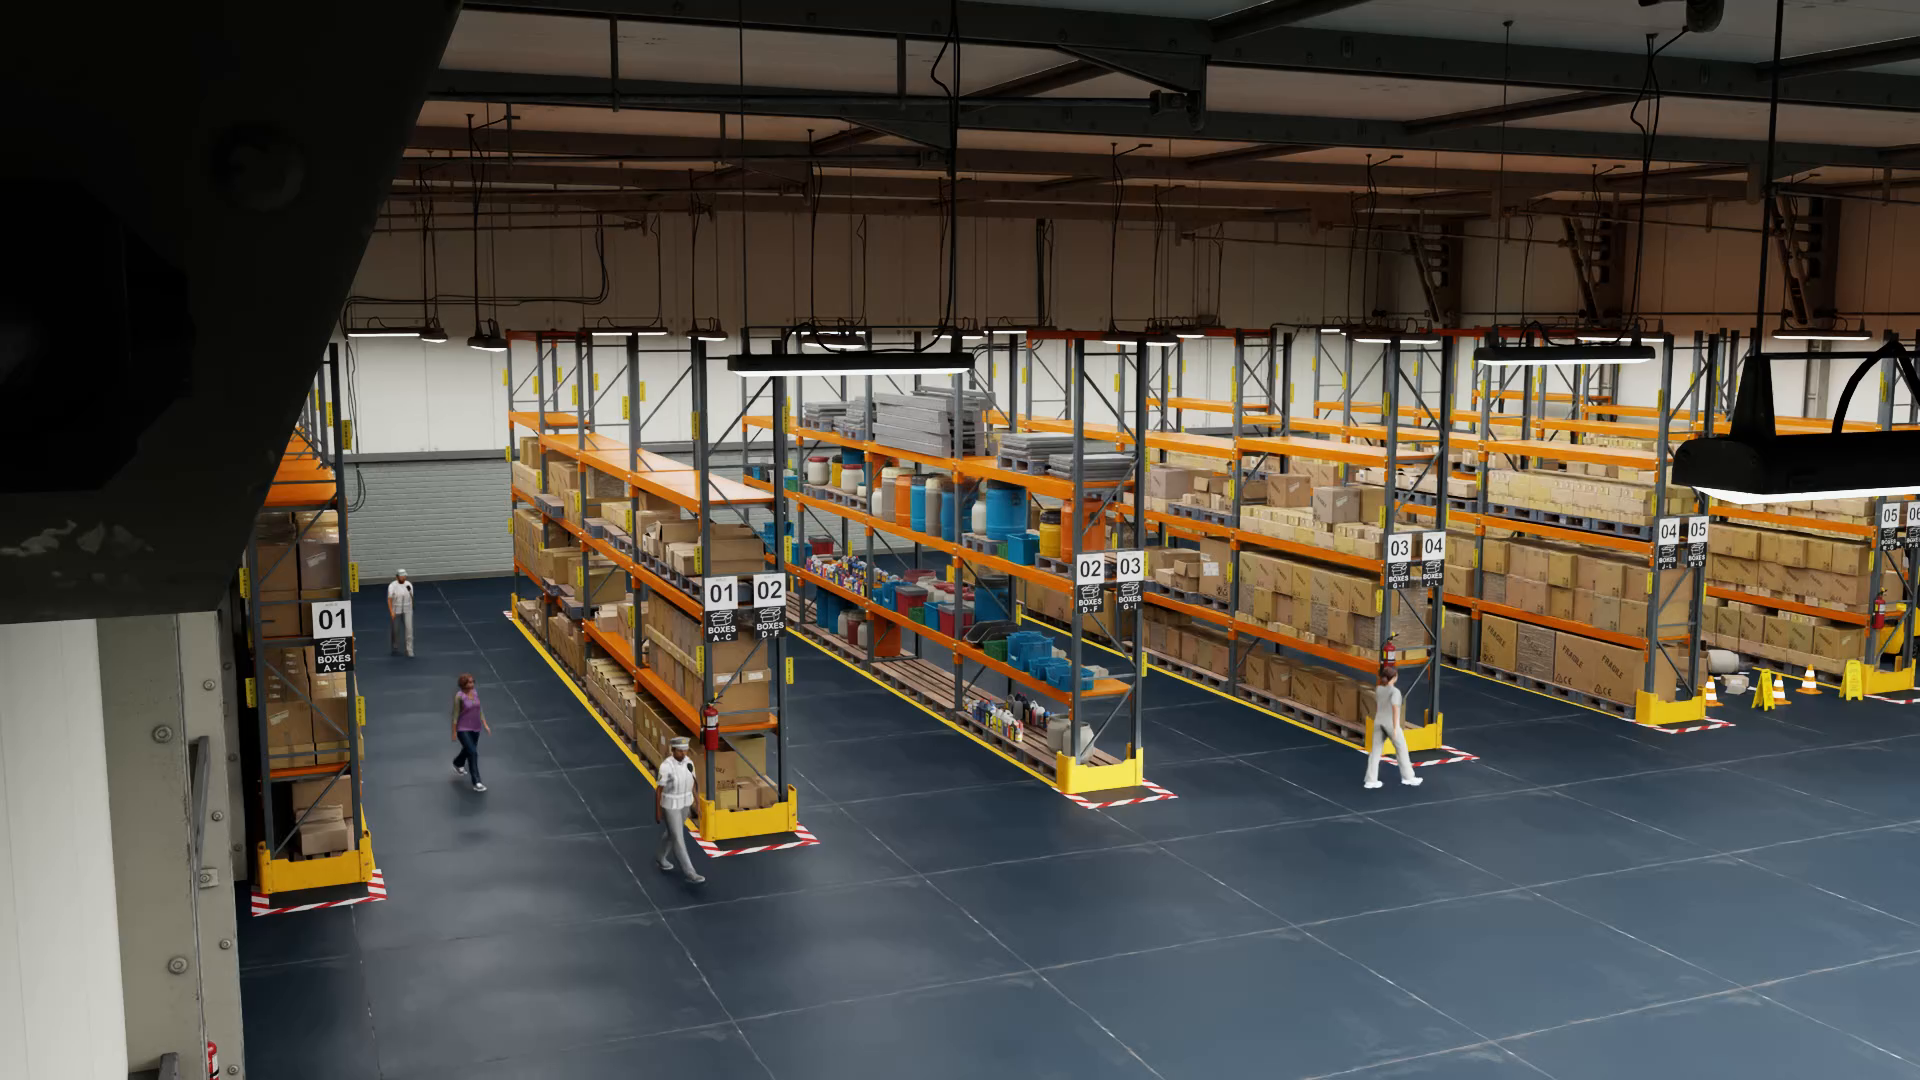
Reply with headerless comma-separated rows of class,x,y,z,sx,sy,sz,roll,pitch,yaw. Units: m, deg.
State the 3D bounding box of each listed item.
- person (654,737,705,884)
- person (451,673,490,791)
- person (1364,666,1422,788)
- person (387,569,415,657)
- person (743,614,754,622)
person,-3.128,2.987,18.621,1.047,1.609,0.477,6,10,35
person,-6.602,2.526,22.281,0.980,1.539,0.476,7,10,41
person,5.766,2.482,22.277,0.888,1.624,0.495,-6,10,-39
person,-10.385,1.320,30.908,0.481,1.602,1.043,-3,8,-23
person,-4.233,0.951,33.079,0.626,1.796,0.478,2,8,12
